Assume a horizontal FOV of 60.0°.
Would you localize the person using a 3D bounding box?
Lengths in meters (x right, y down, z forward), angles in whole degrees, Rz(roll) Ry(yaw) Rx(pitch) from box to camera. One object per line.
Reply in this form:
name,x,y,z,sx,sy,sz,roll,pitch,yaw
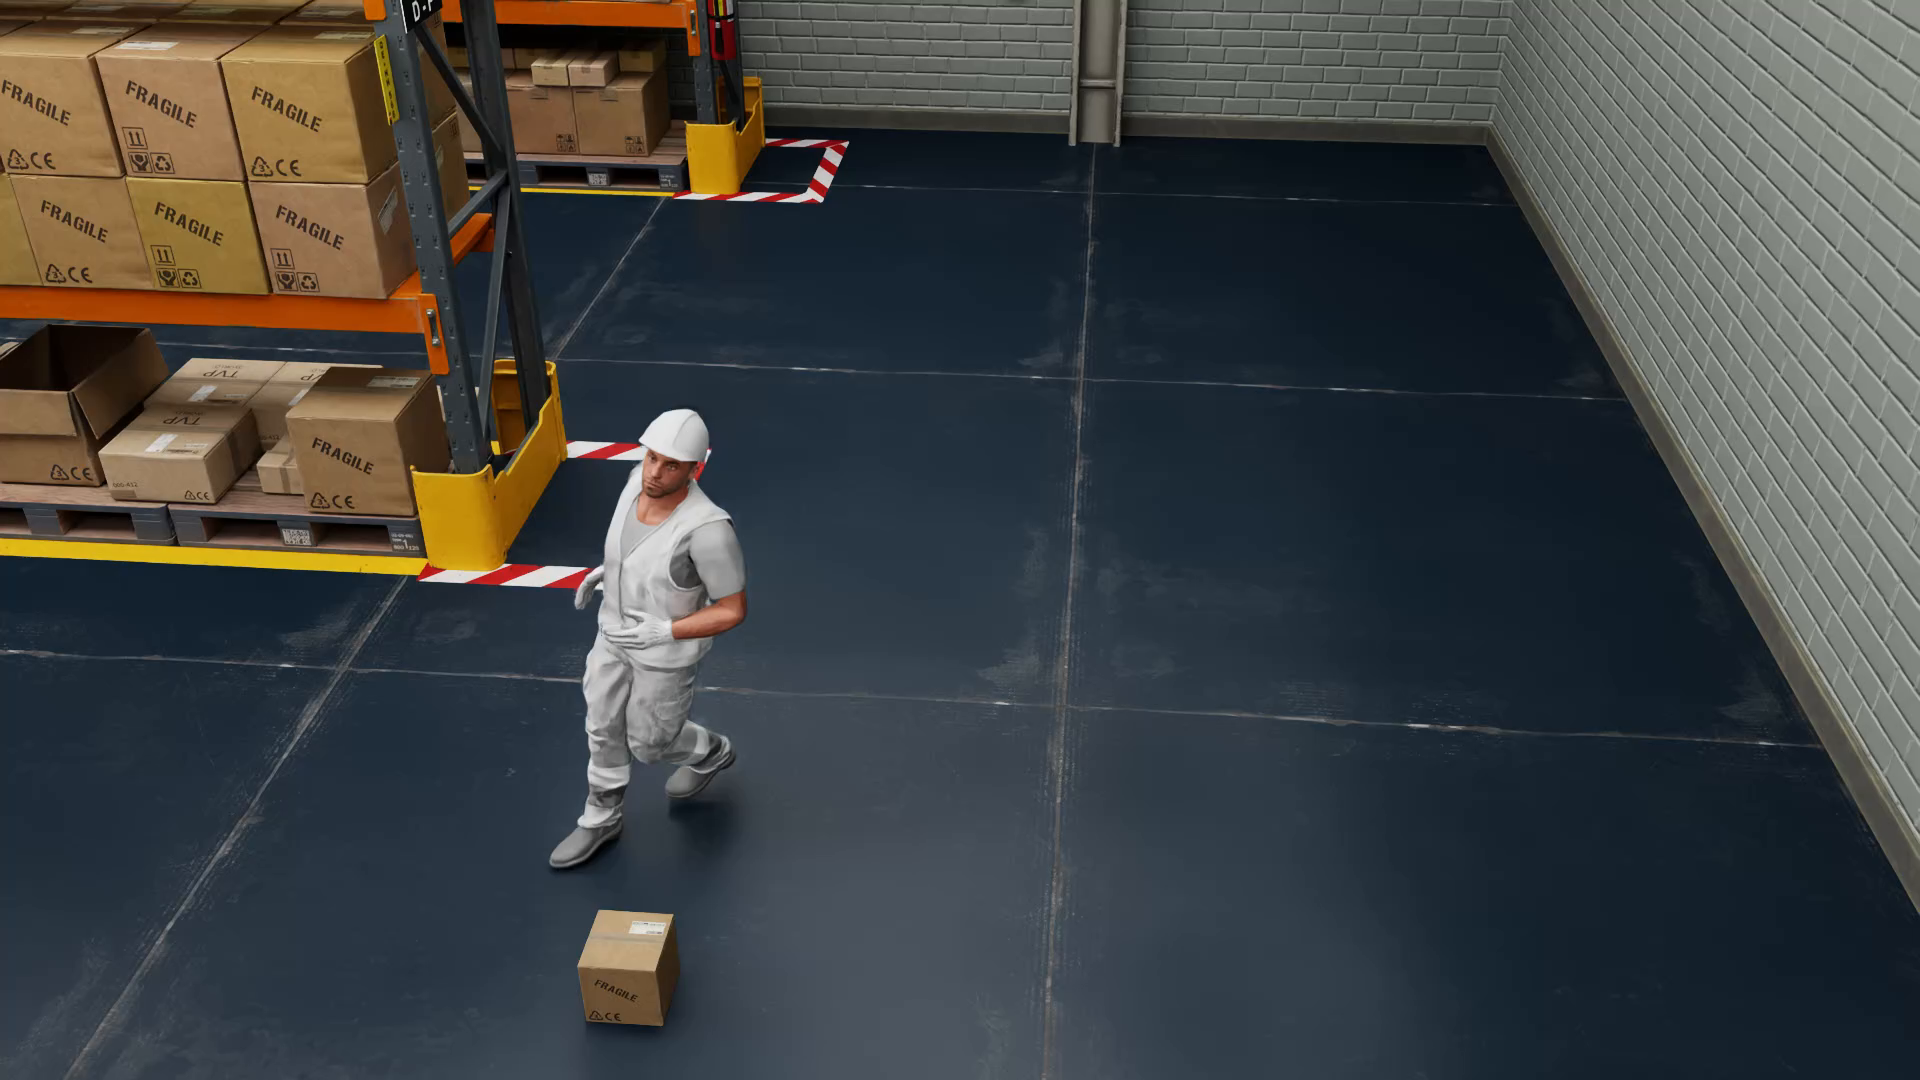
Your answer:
person,-1.010,0.367,5.539,0.679,1.747,0.757,25,40,35
